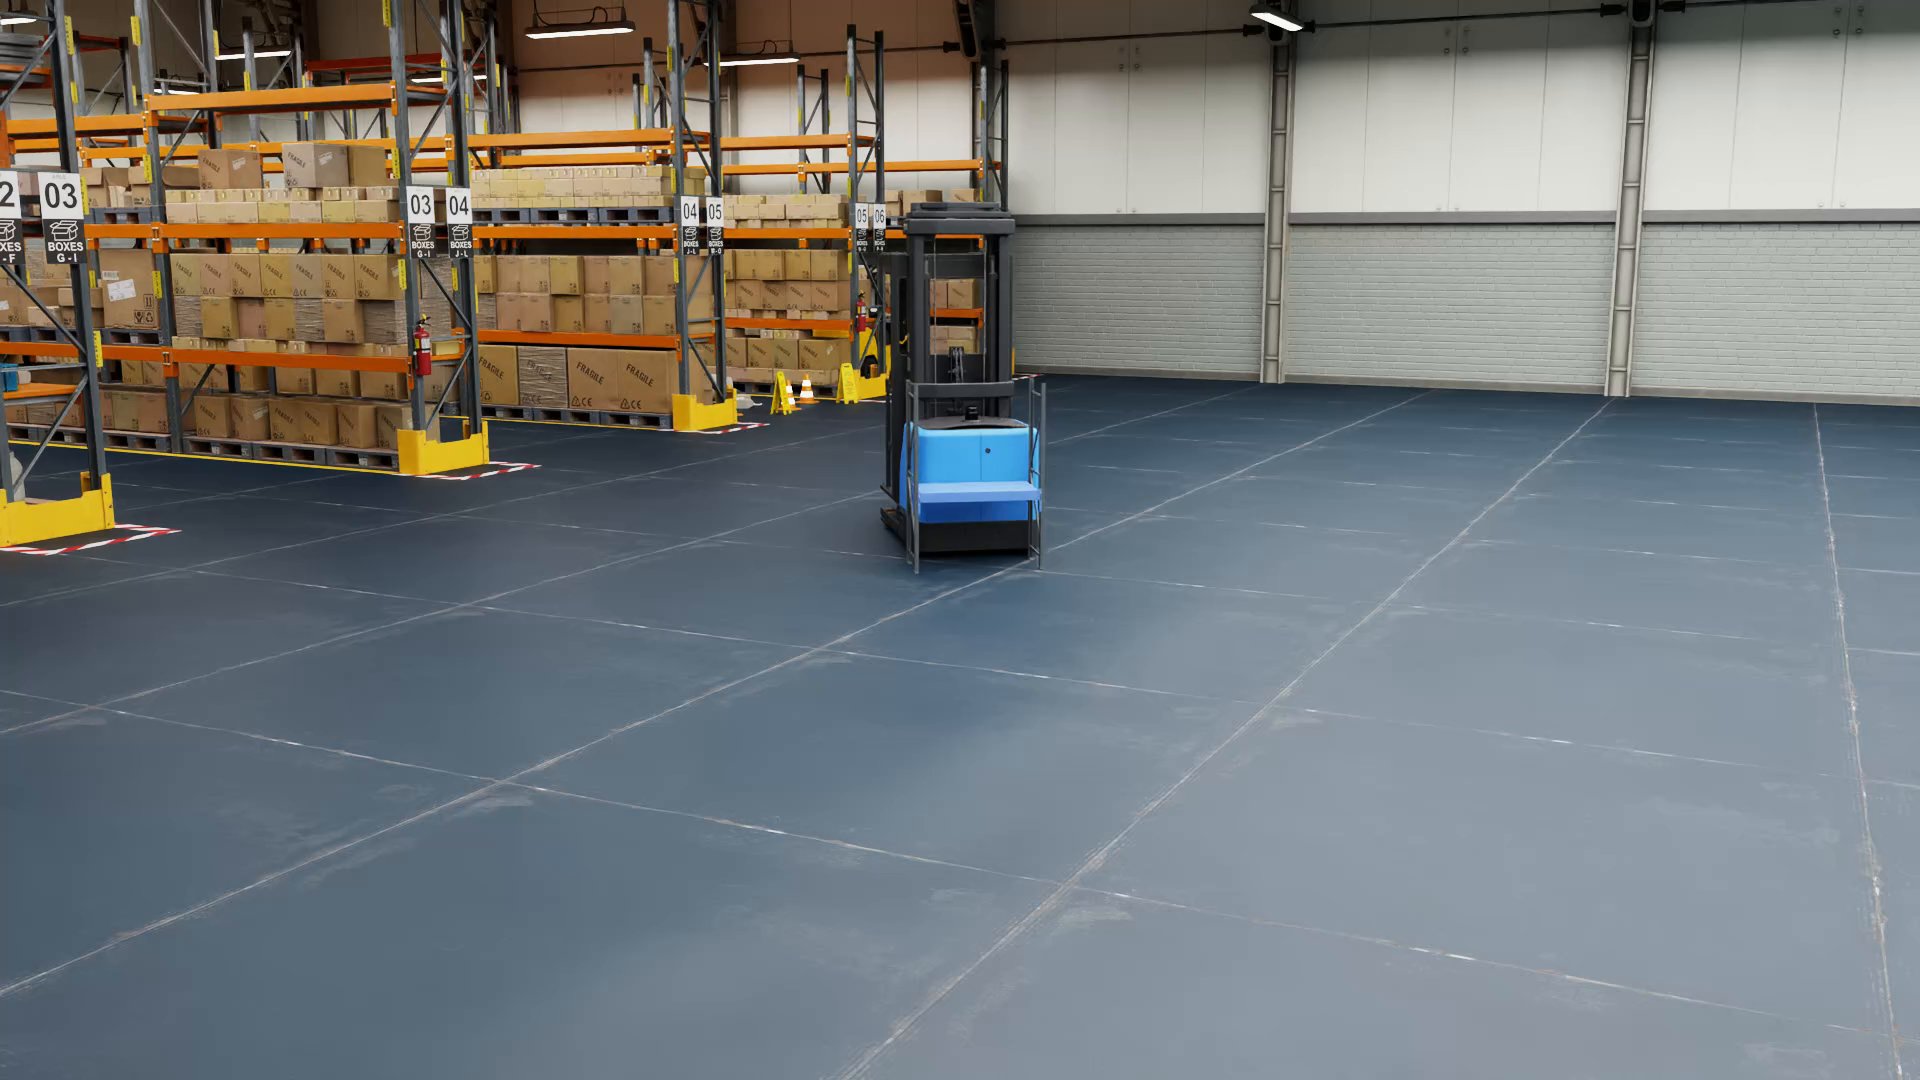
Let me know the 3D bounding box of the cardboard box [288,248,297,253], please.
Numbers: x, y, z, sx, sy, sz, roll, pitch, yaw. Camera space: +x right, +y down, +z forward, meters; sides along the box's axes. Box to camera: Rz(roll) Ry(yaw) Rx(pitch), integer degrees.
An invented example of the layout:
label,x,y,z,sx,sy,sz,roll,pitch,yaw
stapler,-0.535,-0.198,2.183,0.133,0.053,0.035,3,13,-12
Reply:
label,x,y,z,sx,sy,sz,roll,pitch,yaw
cardboard box,-13.122,-5.728,33.048,0.250,0.149,0.380,5,11,26

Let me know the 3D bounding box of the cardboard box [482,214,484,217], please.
label,x,y,z,sx,sy,sz,roll,pitch,yaw
cardboard box,-9.115,-6.259,30.999,0.637,0.503,0.797,4,11,22

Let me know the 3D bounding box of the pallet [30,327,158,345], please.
label,x,y,z,sx,sy,sz,roll,pitch,yaw
pallet,-11.302,-2.693,21.728,1.213,0.211,1.003,5,11,26

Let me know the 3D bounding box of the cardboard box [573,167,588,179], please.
label,x,y,z,sx,sy,sz,roll,pitch,yaw
cardboard box,-5.228,-5.164,23.425,0.250,0.149,0.380,5,11,25

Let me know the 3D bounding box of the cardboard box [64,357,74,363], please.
label,x,y,z,sx,sy,sz,roll,pitch,yaw
cardboard box,-15.304,-3.152,28.878,0.250,0.149,0.380,5,11,25

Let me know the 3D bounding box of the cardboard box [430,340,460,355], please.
label,x,y,z,sx,sy,sz,roll,pitch,yaw
cardboard box,-6.071,-2.244,19.410,0.250,0.149,0.380,5,11,26

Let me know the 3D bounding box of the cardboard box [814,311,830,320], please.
label,x,y,z,sx,sy,sz,roll,pitch,yaw
cardboard box,-2.242,-3.763,27.807,0.250,0.149,0.380,5,11,25

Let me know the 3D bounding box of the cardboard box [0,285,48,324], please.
label,x,y,z,sx,sy,sz,roll,pitch,yaw
cardboard box,-12.593,-3.157,22.290,0.500,0.500,0.500,4,11,19

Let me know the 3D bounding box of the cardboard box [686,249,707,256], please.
label,x,y,z,sx,sy,sz,roll,pitch,yaw
cardboard box,-4.376,-4.779,28.791,0.500,0.500,0.700,5,11,26

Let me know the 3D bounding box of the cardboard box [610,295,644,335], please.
label,x,y,z,sx,sy,sz,roll,pitch,yaw
cardboard box,-4.491,-3.227,23.715,0.550,0.550,0.875,5,11,26

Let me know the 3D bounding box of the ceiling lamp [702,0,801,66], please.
label,x,y,z,sx,sy,sz,roll,pitch,yaw
ceiling lamp,-3.779,-10.460,30.868,2.000,3.185,0.800,5,11,26

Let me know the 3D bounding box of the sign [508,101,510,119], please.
label,x,y,z,sx,sy,sz,roll,pitch,yaw
sign,-8.479,-8.058,31.140,0.005,0.325,0.100,5,11,26

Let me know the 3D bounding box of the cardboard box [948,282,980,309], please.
label,x,y,z,sx,sy,sz,roll,pitch,yaw
cardboard box,0.100,-4.729,32.154,0.500,0.500,0.500,5,11,25

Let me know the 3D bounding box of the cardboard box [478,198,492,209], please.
label,x,y,z,sx,sy,sz,roll,pitch,yaw
cardboard box,-6.813,-4.911,24.267,0.250,0.149,0.380,5,11,26

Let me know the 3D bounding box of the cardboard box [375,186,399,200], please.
label,x,y,z,sx,sy,sz,roll,pitch,yaw
cardboard box,-6.308,-3.877,18.610,0.250,0.149,0.380,5,11,26

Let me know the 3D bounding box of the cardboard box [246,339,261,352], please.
label,x,y,z,sx,sy,sz,roll,pitch,yaw
cardboard box,-8.316,-2.339,19.936,0.250,0.149,0.380,5,11,26

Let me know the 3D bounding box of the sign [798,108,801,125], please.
label,x,y,z,sx,sy,sz,roll,pitch,yaw
sign,-3.159,-8.361,32.813,0.005,0.325,0.100,5,11,26

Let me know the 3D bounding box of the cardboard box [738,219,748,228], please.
label,x,y,z,sx,sy,sz,roll,pitch,yaw
cardboard box,-3.567,-5.372,28.270,0.250,0.149,0.380,5,11,26

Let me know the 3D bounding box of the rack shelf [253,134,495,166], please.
label,x,y,z,sx,sy,sz,roll,pitch,yaw
rack shelf,-9.016,-5.965,25.564,4.000,0.370,1.077,5,11,26

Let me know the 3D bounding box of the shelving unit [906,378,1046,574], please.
label,x,y,z,sx,sy,sz,roll,pitch,yaw
shelving unit,0.119,-0.528,13.426,1.048,1.500,0.538,-2,11,-9

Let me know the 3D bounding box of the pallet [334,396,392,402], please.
label,x,y,z,sx,sy,sz,roll,pitch,yaw
pallet,-9.046,-2.179,26.176,1.213,0.211,1.003,5,11,26

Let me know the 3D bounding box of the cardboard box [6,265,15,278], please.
label,x,y,z,sx,sy,sz,roll,pitch,yaw
cardboard box,-16.328,-4.839,29.119,0.500,0.500,0.500,5,11,24

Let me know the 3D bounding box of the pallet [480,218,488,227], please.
label,x,y,z,sx,sy,sz,roll,pitch,yaw
pallet,-9.311,-5.945,31.265,1.003,0.211,1.213,6,12,28

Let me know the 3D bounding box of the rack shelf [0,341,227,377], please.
label,x,y,z,sx,sy,sz,roll,pitch,yaw
rack shelf,-11.301,-2.426,21.730,4.000,0.370,1.077,5,11,26

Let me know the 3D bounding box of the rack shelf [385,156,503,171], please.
label,x,y,z,sx,sy,sz,roll,pitch,yaw
rack shelf,-10.504,-7.079,31.718,4.000,0.370,1.077,5,11,26

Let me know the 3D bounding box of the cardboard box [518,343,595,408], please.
label,x,y,z,sx,sy,sz,roll,pitch,yaw
cardboard box,-5.880,-2.436,24.555,0.875,0.875,0.875,5,11,26

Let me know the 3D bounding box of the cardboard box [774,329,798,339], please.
label,x,y,z,sx,sy,sz,roll,pitch,yaw
cardboard box,-2.953,-3.491,28.213,0.250,0.149,0.380,5,12,27

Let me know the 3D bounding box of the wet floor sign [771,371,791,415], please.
label,x,y,z,sx,sy,sz,roll,pitch,yaw
wet floor sign,-2.733,-2.246,25.331,0.232,0.644,0.267,3,11,16

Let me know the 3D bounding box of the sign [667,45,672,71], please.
label,x,y,z,sx,sy,sz,roll,pitch,yaw
sign,-3.888,-6.456,22.289,0.005,0.325,0.100,5,11,26

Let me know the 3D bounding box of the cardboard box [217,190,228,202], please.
label,x,y,z,sx,sy,sz,roll,pitch,yaw
cardboard box,-8.611,-4.098,19.831,0.250,0.149,0.380,5,12,28

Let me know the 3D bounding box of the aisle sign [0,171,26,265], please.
label,x,y,z,sx,sy,sz,roll,pitch,yaw
aisle sign,-8.179,-2.742,14.158,0.004,0.787,0.394,5,11,26

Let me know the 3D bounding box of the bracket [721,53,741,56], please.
label,x,y,z,sx,sy,sz,roll,pitch,yaw
bracket,-4.734,-9.988,34.542,0.430,0.232,0.235,5,11,26

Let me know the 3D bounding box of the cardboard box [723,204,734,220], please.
label,x,y,z,sx,sy,sz,roll,pitch,yaw
cardboard box,-3.940,-5.594,28.381,0.500,0.250,0.500,5,11,26

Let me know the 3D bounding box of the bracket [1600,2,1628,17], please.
label,x,y,z,sx,sy,sz,roll,pitch,yaw
bracket,10.664,-8.635,27.067,0.430,0.232,0.235,5,11,26

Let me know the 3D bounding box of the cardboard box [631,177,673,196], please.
label,x,y,z,sx,sy,sz,roll,pitch,yaw
cardboard box,-4.198,-4.889,23.026,0.500,0.250,0.500,5,11,27

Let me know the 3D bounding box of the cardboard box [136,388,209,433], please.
label,x,y,z,sx,sy,sz,roll,pitch,yaw
cardboard box,-10.049,-1.660,21.265,0.500,0.500,0.700,4,11,21

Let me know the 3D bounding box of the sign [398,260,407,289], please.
label,x,y,z,sx,sy,sz,roll,pitch,yaw
sign,-6.184,-2.945,18.441,0.005,0.325,0.100,5,11,26

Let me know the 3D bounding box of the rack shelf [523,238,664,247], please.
label,x,y,z,sx,sy,sz,roll,pitch,yaw
rack shelf,-8.311,-6.593,36.331,4.000,0.370,1.077,5,11,26

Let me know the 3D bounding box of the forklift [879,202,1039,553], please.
label,x,y,z,sx,sy,sz,roll,pitch,yaw
forklift,-0.125,-1.552,15.075,1.130,2.935,3.031,-2,10,-11

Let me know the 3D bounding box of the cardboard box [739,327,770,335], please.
label,x,y,z,sx,sy,sz,roll,pitch,yaw
cardboard box,-4.095,-4.138,34.658,0.625,0.625,0.875,5,11,25

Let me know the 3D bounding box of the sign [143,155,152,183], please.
label,x,y,z,sx,sy,sz,roll,pitch,yaw
sign,-9.750,-4.457,19.955,0.005,0.325,0.100,5,11,26

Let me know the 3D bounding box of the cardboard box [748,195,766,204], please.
label,x,y,z,sx,sy,sz,roll,pitch,yaw
cardboard box,-3.360,-5.729,28.007,0.250,0.149,0.380,5,12,27

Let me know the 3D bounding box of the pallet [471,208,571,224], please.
label,x,y,z,sx,sy,sz,roll,pitch,yaw
pallet,-6.494,-4.772,24.503,1.213,0.211,1.003,5,11,26

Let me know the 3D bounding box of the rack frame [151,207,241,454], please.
label,x,y,z,sx,sy,sz,roll,pitch,yaw
rack frame,-9.508,-2.622,20.795,0.127,3.000,1.000,5,11,26

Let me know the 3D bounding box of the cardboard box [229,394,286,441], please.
label,x,y,z,sx,sy,sz,roll,pitch,yaw
cardboard box,-8.650,-1.517,20.528,0.500,0.500,0.500,10,14,44

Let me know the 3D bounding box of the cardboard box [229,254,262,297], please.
label,x,y,z,sx,sy,sz,roll,pitch,yaw
cardboard box,-8.320,-3.155,19.816,0.500,0.500,0.500,5,11,26

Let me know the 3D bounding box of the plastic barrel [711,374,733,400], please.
label,x,y,z,sx,sy,sz,roll,pitch,yaw
plastic barrel,-4.058,-2.543,27.591,0.512,0.421,0.421,-4,11,-23

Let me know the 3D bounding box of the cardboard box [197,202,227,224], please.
label,x,y,z,sx,sy,sz,roll,pitch,yaw
cardboard box,-8.741,-3.907,19.893,0.500,0.250,0.500,5,11,25

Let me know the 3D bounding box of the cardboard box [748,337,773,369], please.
label,x,y,z,sx,sy,sz,roll,pitch,yaw
cardboard box,-3.289,-3.215,28.508,0.500,0.500,0.500,5,11,24

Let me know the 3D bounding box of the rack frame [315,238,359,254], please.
label,x,y,z,sx,sy,sz,roll,pitch,yaw
rack frame,-12.297,-4.835,33.023,0.127,3.000,1.000,5,11,26

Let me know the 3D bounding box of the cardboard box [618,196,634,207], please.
label,x,y,z,sx,sy,sz,roll,pitch,yaw
cardboard box,-4.540,-4.711,23.163,0.250,0.149,0.380,5,11,27

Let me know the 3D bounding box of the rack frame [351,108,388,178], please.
label,x,y,z,sx,sy,sz,roll,pitch,yaw
rack frame,-13.692,-8.895,38.612,0.127,3.000,1.000,5,11,26

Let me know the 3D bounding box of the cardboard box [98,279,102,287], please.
label,x,y,z,sx,sy,sz,roll,pitch,yaw
cardboard box,-14.247,-4.308,27.966,0.250,0.149,0.380,6,12,29

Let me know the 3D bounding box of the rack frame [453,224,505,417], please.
label,x,y,z,sx,sy,sz,roll,pitch,yaw
rack frame,-7.223,-3.406,25.128,0.127,3.000,1.000,5,11,26

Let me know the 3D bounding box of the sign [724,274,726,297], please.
label,x,y,z,sx,sy,sz,roll,pitch,yaw
sign,-3.385,-3.644,23.789,0.005,0.325,0.100,5,11,26
